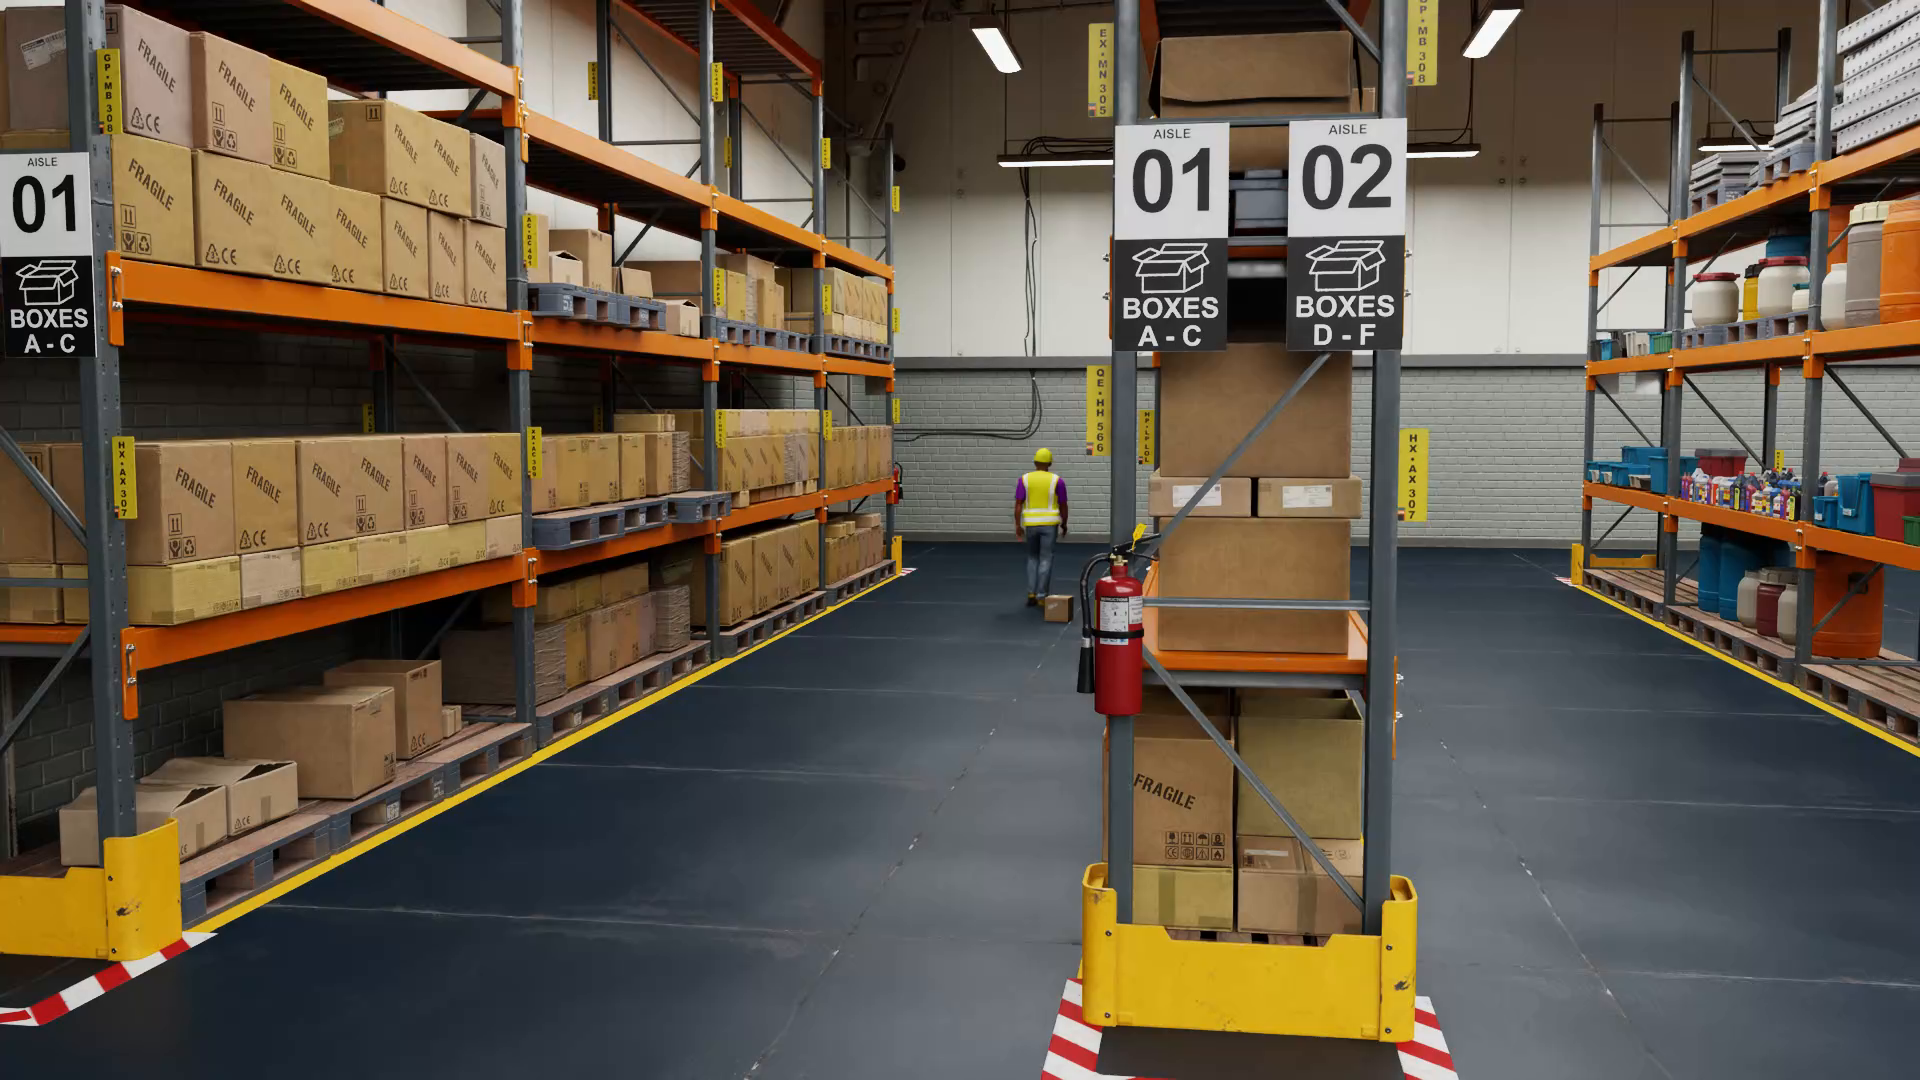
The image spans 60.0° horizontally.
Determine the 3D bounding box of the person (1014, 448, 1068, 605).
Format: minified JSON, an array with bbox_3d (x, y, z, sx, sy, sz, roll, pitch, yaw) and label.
[{"bbox_3d":[0.923,-0.118,18.678,0.573,1.830,0.607,1,5,18],"label":"person"}]
